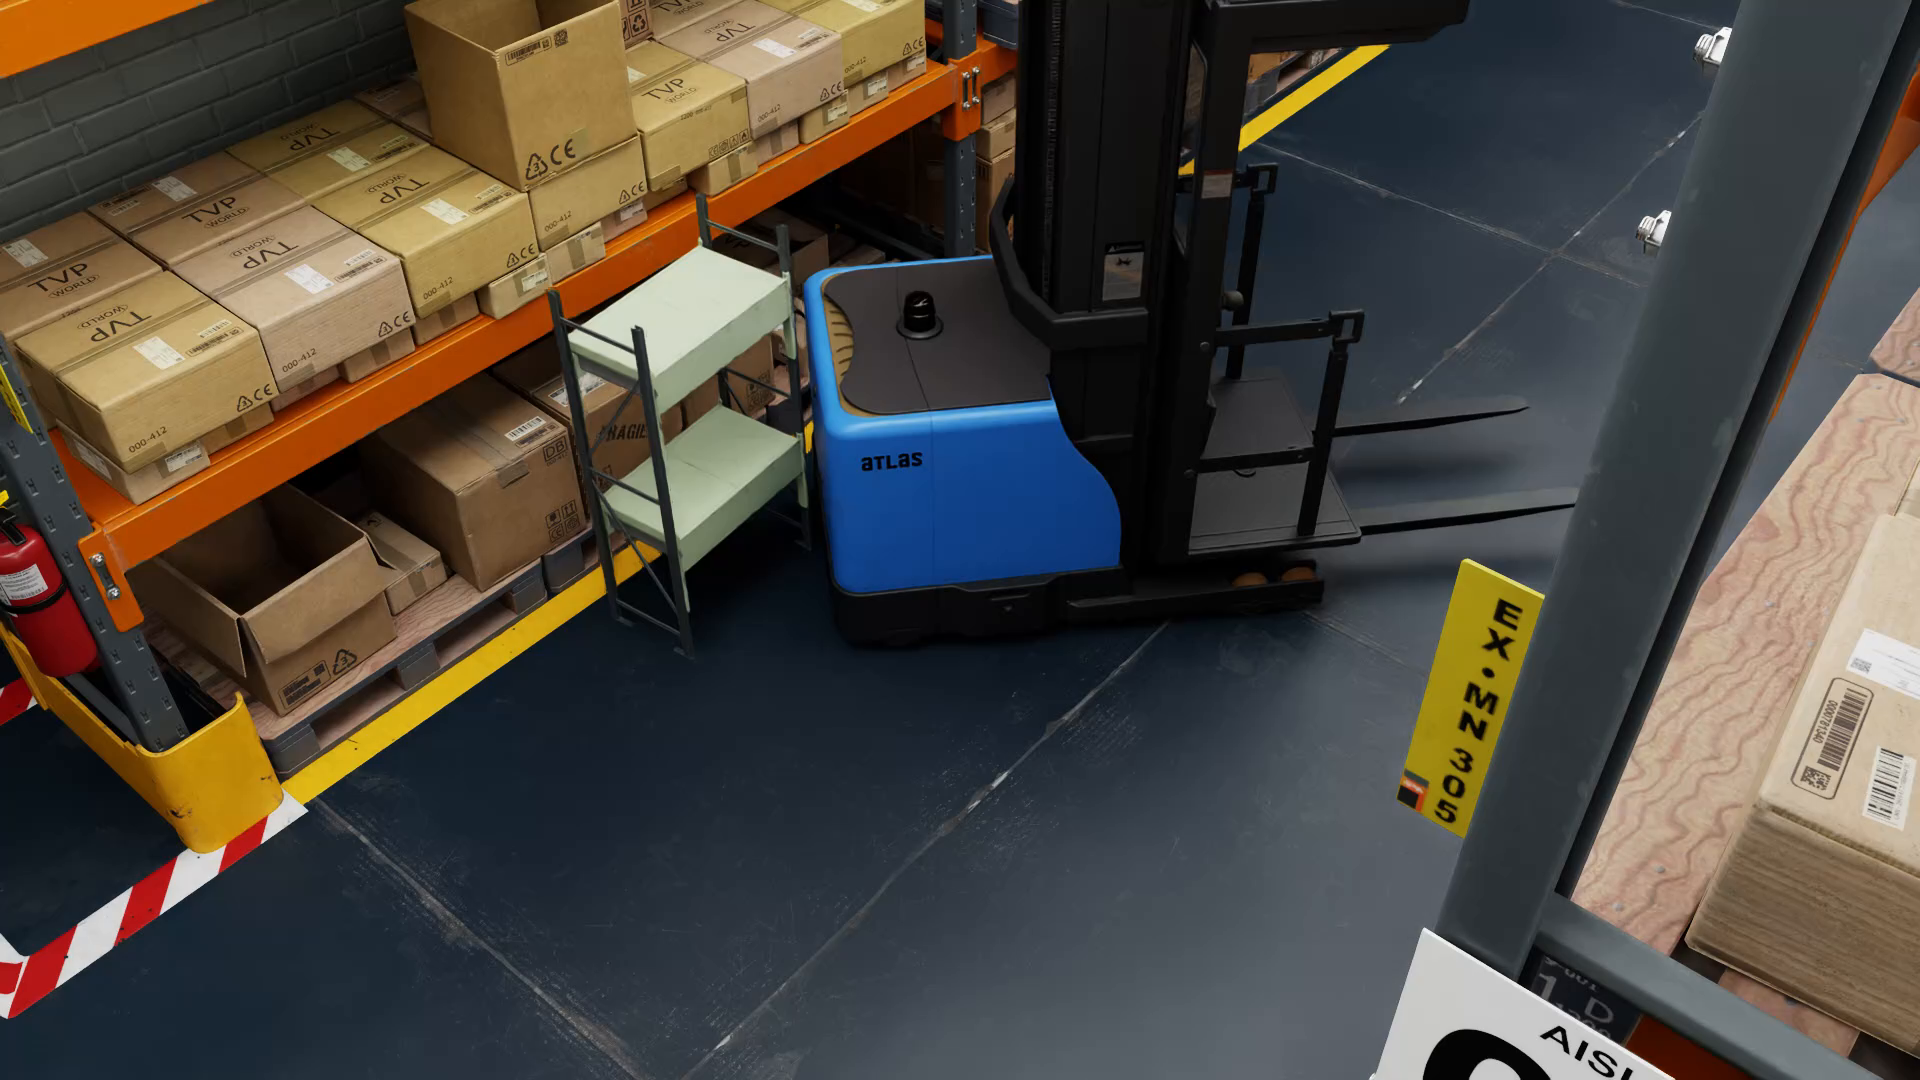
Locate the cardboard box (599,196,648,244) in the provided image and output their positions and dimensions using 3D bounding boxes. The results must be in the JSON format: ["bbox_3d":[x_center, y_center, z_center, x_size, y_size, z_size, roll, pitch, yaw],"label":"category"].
[{"bbox_3d":[-1.368,-1.246,6.077,0.380,0.149,0.250,29,50,28],"label":"cardboard box"}]

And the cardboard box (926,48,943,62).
[{"bbox_3d":[-0.168,-2.322,8.137,0.380,0.149,0.250,30,50,28],"label":"cardboard box"}]

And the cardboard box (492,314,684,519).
[{"bbox_3d":[-1.461,-0.496,6.612,0.500,0.500,0.500,30,50,29],"label":"cardboard box"}]

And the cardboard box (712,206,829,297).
[{"bbox_3d":[-0.955,-1.322,7.660,0.500,0.311,0.500,31,51,30],"label":"cardboard box"}]

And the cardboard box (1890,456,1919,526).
[{"bbox_3d":[1.307,0.078,2.006,0.380,0.149,0.250,26,48,26],"label":"cardboard box"}]

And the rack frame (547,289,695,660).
[{"bbox_3d":[-1.171,-0.183,5.836,0.400,1.500,0.023,24,48,25],"label":"rack frame"}]

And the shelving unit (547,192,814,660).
[{"bbox_3d":[-0.966,-0.387,6.060,0.431,1.500,0.755,24,48,25],"label":"shelving unit"}]

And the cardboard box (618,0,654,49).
[{"bbox_3d":[-1.511,-2.079,6.140,0.500,0.500,0.500,28,49,27],"label":"cardboard box"}]

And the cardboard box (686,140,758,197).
[{"bbox_3d":[-0.993,-1.478,6.332,0.380,0.149,0.250,29,50,28],"label":"cardboard box"}]

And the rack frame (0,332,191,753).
[{"bbox_3d":[-2.924,-0.339,4.893,1.000,3.000,0.127,29,50,28],"label":"rack frame"}]

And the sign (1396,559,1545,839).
[{"bbox_3d":[0.472,0.158,1.518,0.100,0.325,0.005,29,50,28],"label":"sign"}]

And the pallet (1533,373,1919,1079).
[{"bbox_3d":[1.347,0.344,1.978,1.003,0.211,1.213,29,50,28],"label":"pallet"}]

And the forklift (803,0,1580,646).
[{"bbox_3d":[0.959,-1.145,5.830,3.031,2.935,1.130,-6,43,-7],"label":"forklift"}]

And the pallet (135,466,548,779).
[{"bbox_3d":[-2.362,0.243,6.327,1.003,0.211,1.213,29,50,28],"label":"pallet"}]

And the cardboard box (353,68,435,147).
[{"bbox_3d":[-1.839,-1.533,6.096,0.500,0.250,0.500,29,50,28],"label":"cardboard box"}]

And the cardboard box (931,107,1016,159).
[{"bbox_3d":[0.085,-1.939,7.716,0.380,0.149,0.250,32,51,30],"label":"cardboard box"}]

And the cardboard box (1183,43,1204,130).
[{"bbox_3d":[1.132,-2.579,8.902,0.500,0.500,0.500,28,49,27],"label":"cardboard box"}]

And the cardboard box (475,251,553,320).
[{"bbox_3d":[-1.635,-0.939,5.739,0.380,0.149,0.250,28,49,27],"label":"cardboard box"}]

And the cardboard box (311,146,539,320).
[{"bbox_3d":[-1.777,-1.033,5.547,0.500,0.250,0.500,29,49,28],"label":"cardboard box"}]

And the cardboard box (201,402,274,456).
[{"bbox_3d":[-2.374,-0.448,5.199,0.380,0.149,0.250,31,51,29],"label":"cardboard box"}]

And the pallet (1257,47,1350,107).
[{"bbox_3d":[1.715,-3.059,9.957,1.003,0.211,1.213,29,50,28],"label":"pallet"}]

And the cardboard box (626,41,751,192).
[{"bbox_3d":[-1.133,-1.570,6.137,0.500,0.250,0.500,29,50,28],"label":"cardboard box"}]

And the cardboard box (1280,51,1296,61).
[{"bbox_3d":[1.787,-3.125,9.503,0.500,0.500,0.500,29,50,28],"label":"cardboard box"}]

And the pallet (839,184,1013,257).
[{"bbox_3d":[0.145,-1.802,8.575,1.003,0.211,1.213,29,50,28],"label":"pallet"}]

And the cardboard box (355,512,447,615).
[{"bbox_3d":[-2.154,0.084,6.234,0.380,0.149,0.250,28,49,27],"label":"cardboard box"}]

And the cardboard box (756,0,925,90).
[{"bbox_3d":[-0.490,-2.086,6.704,0.500,0.250,0.500,31,51,29],"label":"cardboard box"}]

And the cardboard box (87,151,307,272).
[{"bbox_3d":[-2.498,-1.010,5.522,0.500,0.250,0.500,30,50,29],"label":"cardboard box"}]

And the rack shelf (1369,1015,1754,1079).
[{"bbox_3d":[2.165,-0.066,2.897,1.077,0.370,4.000,29,50,28],"label":"rack shelf"}]

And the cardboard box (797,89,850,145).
[{"bbox_3d":[-0.661,-1.745,6.626,0.380,0.149,0.250,31,51,29],"label":"cardboard box"}]

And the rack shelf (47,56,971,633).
[{"bbox_3d":[-1.636,-1.103,6.268,1.077,0.370,4.000,29,50,28],"label":"rack shelf"}]

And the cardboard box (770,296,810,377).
[{"bbox_3d":[-0.713,-0.945,7.279,0.396,0.266,0.258,31,51,30],"label":"cardboard box"}]

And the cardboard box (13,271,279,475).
[{"bbox_3d":[-2.425,-0.511,4.972,0.500,0.250,0.500,30,50,29],"label":"cardboard box"}]

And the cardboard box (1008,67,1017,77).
[{"bbox_3d":[0.216,-2.203,7.786,0.380,0.149,0.250,27,49,27],"label":"cardboard box"}]

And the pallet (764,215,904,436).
[{"bbox_3d":[-0.792,-1.014,7.708,1.003,0.211,1.213,29,50,28],"label":"pallet"}]

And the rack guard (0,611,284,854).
[{"bbox_3d":[-2.875,0.547,5.777,1.175,0.500,0.348,29,50,28],"label":"rack guard"}]

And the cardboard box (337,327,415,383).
[{"bbox_3d":[-2.022,-0.702,5.479,0.380,0.149,0.250,31,51,30],"label":"cardboard box"}]

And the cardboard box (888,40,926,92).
[{"bbox_3d":[-0.361,-2.032,6.942,0.380,0.149,0.250,30,50,29],"label":"cardboard box"}]

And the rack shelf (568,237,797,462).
[{"bbox_3d":[-0.967,-0.676,5.798,0.431,0.370,0.720,24,48,25],"label":"rack shelf"}]

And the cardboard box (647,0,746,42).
[{"bbox_3d":[-1.192,-2.054,6.670,0.500,0.250,0.500,29,50,28],"label":"cardboard box"}]
